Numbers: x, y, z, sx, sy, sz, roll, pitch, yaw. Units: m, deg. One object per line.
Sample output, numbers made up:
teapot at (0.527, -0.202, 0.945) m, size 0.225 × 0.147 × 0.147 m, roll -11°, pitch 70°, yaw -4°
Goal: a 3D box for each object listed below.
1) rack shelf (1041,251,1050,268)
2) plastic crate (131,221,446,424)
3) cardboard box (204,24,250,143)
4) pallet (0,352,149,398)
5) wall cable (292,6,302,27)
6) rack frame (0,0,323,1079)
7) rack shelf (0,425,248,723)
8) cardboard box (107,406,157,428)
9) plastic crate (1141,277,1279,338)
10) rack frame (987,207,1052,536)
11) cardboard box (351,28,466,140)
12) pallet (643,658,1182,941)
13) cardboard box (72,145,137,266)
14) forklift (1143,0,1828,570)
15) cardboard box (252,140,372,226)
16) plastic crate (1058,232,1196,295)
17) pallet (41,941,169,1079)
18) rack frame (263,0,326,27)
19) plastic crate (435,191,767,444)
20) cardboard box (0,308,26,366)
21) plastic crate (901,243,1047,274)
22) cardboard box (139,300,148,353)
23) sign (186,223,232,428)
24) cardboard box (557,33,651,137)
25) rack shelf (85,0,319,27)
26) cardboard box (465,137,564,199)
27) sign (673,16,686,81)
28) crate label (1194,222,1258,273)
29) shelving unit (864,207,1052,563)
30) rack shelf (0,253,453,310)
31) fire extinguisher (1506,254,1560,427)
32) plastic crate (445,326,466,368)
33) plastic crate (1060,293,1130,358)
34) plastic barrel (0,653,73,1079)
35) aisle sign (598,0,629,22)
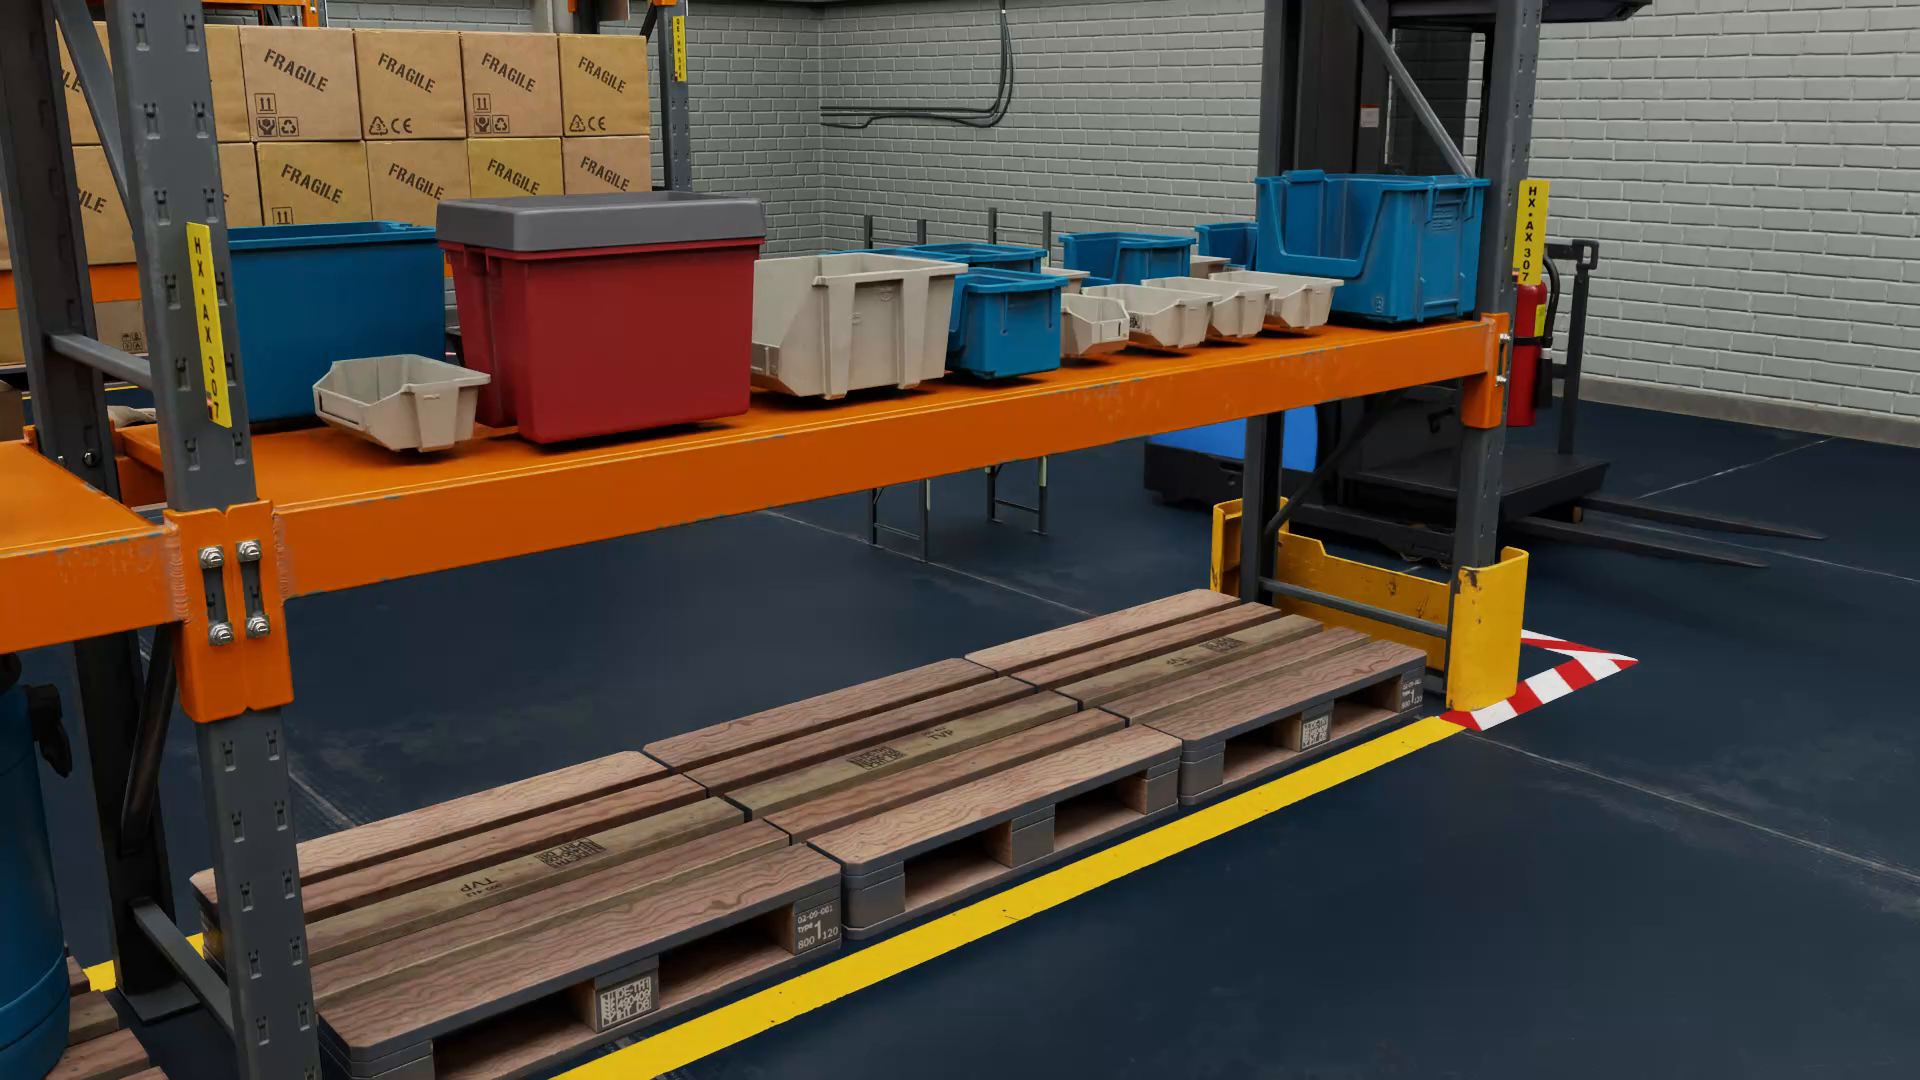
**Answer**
rack shelf at (-0.005, -1.100, 7.451) m, size 0.720 × 0.370 × 0.431 m, roll -13°, pitch 19°, yaw -39°
plastic crate at (-1.455, -0.490, 3.685) m, size 0.575 × 0.384 × 0.392 m, roll -13°, pitch 19°, yaw -39°
cardboard box at (-3.515, -2.019, 7.364) m, size 0.500 × 0.500 × 0.500 m, roll -13°, pitch 20°, yaw -41°
pallet at (-6.541, -1.226, 11.930) m, size 1.213 × 0.211 × 1.003 m, roll -13°, pitch 19°, yaw -39°
wall cable at (-4.724, -3.821, 14.274) m, size 1.851 × 1.984 × 0.084 m, roll -13°, pitch 19°, yaw -39°
rack frame at (-1.583, -0.323, 3.146) m, size 0.127 × 3.000 × 1.000 m, roll -13°, pitch 19°, yaw -39°
rack shelf at (-3.092, 0.363, 1.971) m, size 4.000 × 0.370 × 1.077 m, roll -13°, pitch 19°, yaw -39°
cardboard box at (-4.022, -0.480, 8.093) m, size 0.500 × 0.311 × 0.500 m, roll -13°, pitch 19°, yaw -39°
plastic crate at (0.710, -0.682, 4.887) m, size 0.243 × 0.136 × 0.396 m, roll -13°, pitch 19°, yaw -39°
rack frame at (0.271, -0.785, 7.784) m, size 0.023 × 1.500 × 0.400 m, roll -13°, pitch 19°, yaw -39°
cardboard box at (-2.738, -2.193, 8.018) m, size 0.500 × 0.500 × 0.500 m, roll -12°, pitch 19°, yaw -38°
pallet at (-0.133, 0.684, 4.779) m, size 1.213 × 0.211 × 1.003 m, roll -13°, pitch 19°, yaw -39°
cardboard box at (-3.884, -1.457, 7.198) m, size 0.500 × 0.500 × 0.500 m, roll -12°, pitch 19°, yaw -38°
forklift at (2.325, -1.433, 7.436) m, size 1.130 × 2.935 × 3.031 m, roll -14°, pitch 20°, yaw -42°
cardboard box at (-3.123, -1.628, 7.837) m, size 0.500 × 0.500 × 0.500 m, roll -13°, pitch 20°, yaw -40°
plastic crate at (0.535, -0.859, 5.363) m, size 0.300 × 0.233 × 0.416 m, roll -13°, pitch 19°, yaw -39°
pallet at (-2.192, 1.147, 3.047) m, size 1.213 × 0.211 × 1.003 m, roll -13°, pitch 19°, yaw -39°
rack frame at (-5.069, -2.929, 12.904) m, size 0.127 × 3.000 × 1.000 m, roll -13°, pitch 19°, yaw -39°
plastic crate at (-0.745, -0.485, 3.514) m, size 0.583 × 0.464 × 0.402 m, roll -13°, pitch 19°, yaw -39°
cardboard box at (-6.685, -1.525, 11.675) m, size 0.500 × 0.500 × 0.700 m, roll -12°, pitch 19°, yaw -38°
plastic crate at (0.039, -0.748, 4.945) m, size 0.300 × 0.233 × 0.416 m, roll -13°, pitch 19°, yaw -39°
cardboard box at (-5.909, -1.702, 12.338) m, size 0.500 × 0.500 × 0.700 m, roll -13°, pitch 20°, yaw -40°
sign at (-1.223, -0.349, 2.709) m, size 0.005 × 0.325 × 0.100 m, roll -13°, pitch 19°, yaw -39°
cardboard box at (-1.970, -2.368, 8.671) m, size 0.500 × 0.500 × 0.500 m, roll -13°, pitch 20°, yaw -40°
rack shelf at (-6.578, -3.692, 11.341) m, size 4.000 × 0.370 × 1.077 m, roll -13°, pitch 19°, yaw -39°
cardboard box at (-2.363, -1.796, 8.469) m, size 0.500 × 0.500 × 0.500 m, roll -12°, pitch 19°, yaw -39°
sign at (-1.465, -2.566, 8.688) m, size 0.005 × 0.325 × 0.100 m, roll -13°, pitch 19°, yaw -39°
crate label at (1.032, -0.971, 5.780) m, size 0.303 × 0.233 × 0.416 m, roll -13°, pitch 19°, yaw -39°
shelving unit at (-0.005, -0.723, 7.552) m, size 0.755 × 1.500 × 0.431 m, roll -13°, pitch 19°, yaw -39°
rack shelf at (-3.323, -1.279, 8.120) m, size 4.000 × 0.370 × 1.077 m, roll -13°, pitch 19°, yaw -39°
fire extinguisher at (1.847, -0.720, 5.506) m, size 0.183 × 0.674 × 0.296 m, roll -13°, pitch 19°, yaw -39°
plastic crate at (-0.915, -0.461, 4.080) m, size 0.590 × 0.125 × 0.437 m, roll -13°, pitch 19°, yaw -39°
plastic crate at (0.305, -0.577, 4.491) m, size 0.250 × 0.136 × 0.298 m, roll -13°, pitch 19°, yaw -39°
plastic barrel at (-2.005, 0.577, 3.030) m, size 0.708 × 0.901 × 0.600 m, roll -13°, pitch 19°, yaw -39°
aisle sign at (-1.956, -3.290, 9.218) m, size 0.004 × 0.787 × 0.394 m, roll -13°, pitch 19°, yaw -39°
